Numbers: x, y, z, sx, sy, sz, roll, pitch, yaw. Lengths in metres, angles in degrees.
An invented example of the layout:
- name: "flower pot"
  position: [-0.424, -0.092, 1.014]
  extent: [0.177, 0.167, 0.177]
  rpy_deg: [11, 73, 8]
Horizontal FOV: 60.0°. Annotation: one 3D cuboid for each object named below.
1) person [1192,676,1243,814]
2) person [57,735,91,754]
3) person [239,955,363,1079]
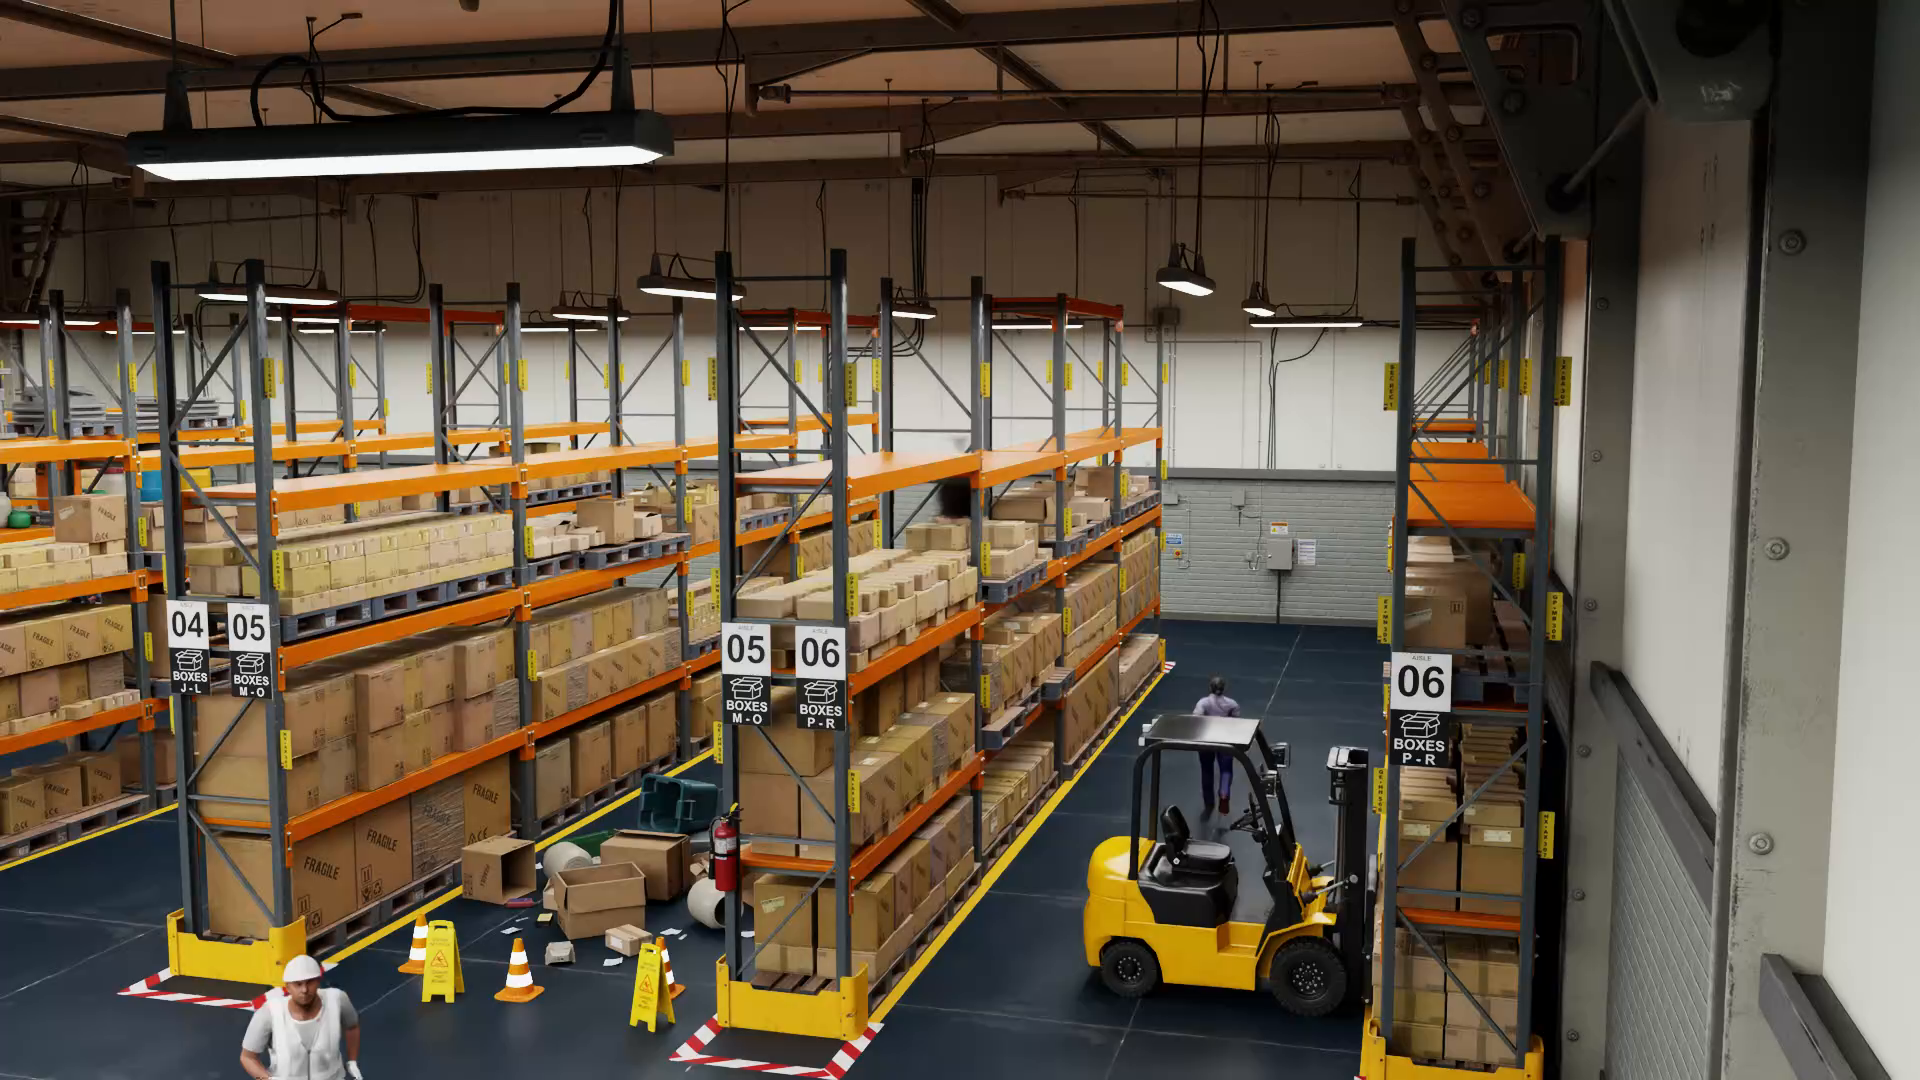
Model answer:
- name: "person"
  position: [2.928, 2.349, 19.014]
  extent: [0.606, 1.609, 0.861]
  rpy_deg: [1, 6, 8]
- name: "person"
  position: [-11.191, 2.129, 20.995]
  extent: [0.659, 1.678, 0.775]
  rpy_deg: [1, 6, 5]
- name: "person"
  position: [-3.924, 3.271, 9.926]
  extent: [0.684, 1.732, 0.782]
  rpy_deg: [-3, 7, -28]
